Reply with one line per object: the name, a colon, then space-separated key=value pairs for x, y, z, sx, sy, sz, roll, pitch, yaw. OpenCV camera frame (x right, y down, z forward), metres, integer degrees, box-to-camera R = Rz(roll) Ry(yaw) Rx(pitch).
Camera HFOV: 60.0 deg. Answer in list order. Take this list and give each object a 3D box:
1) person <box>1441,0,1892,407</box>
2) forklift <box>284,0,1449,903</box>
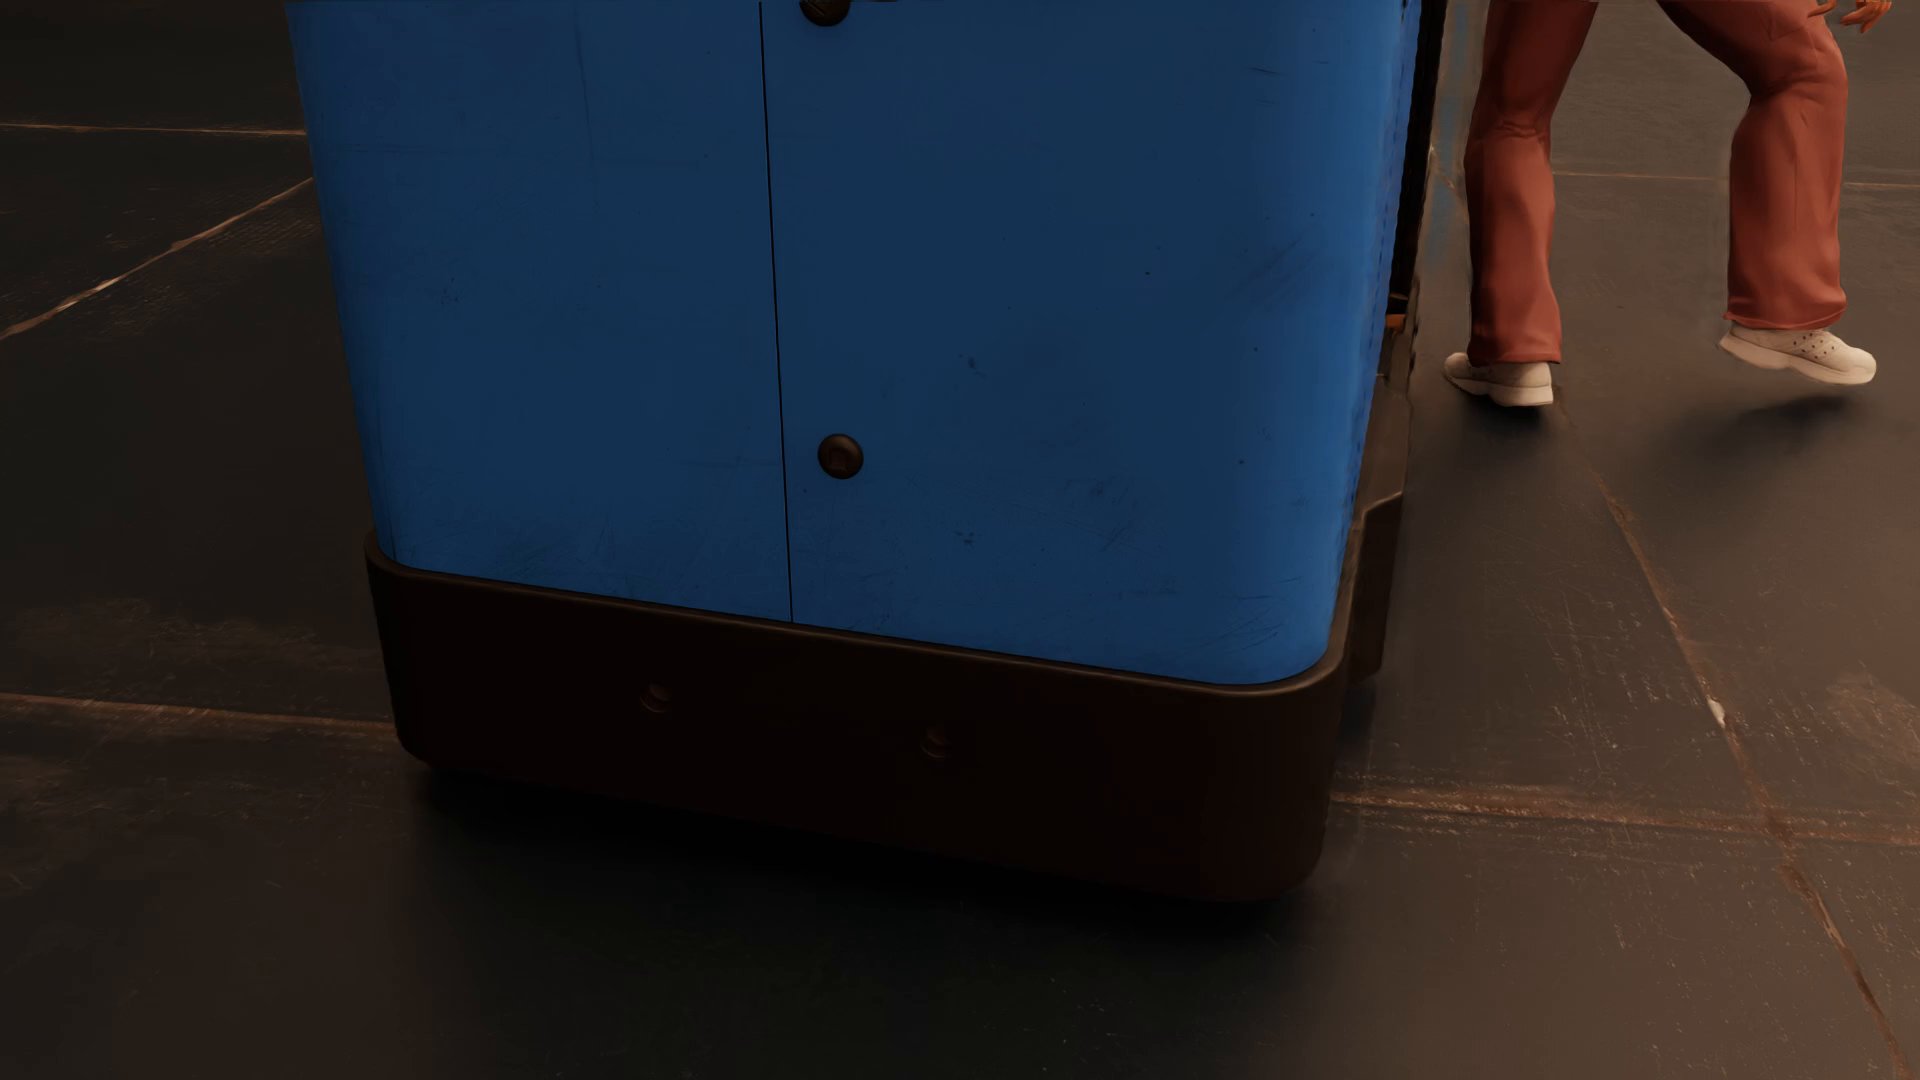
person: x=1.106 y=-1.001 z=2.755 sx=1.046 sy=1.606 sz=0.491 roll=14 pitch=30 yaw=25
forklift: x=0.248 y=-1.595 z=2.413 sx=1.130 sy=2.935 sz=3.031 roll=7 pitch=27 yaw=14
